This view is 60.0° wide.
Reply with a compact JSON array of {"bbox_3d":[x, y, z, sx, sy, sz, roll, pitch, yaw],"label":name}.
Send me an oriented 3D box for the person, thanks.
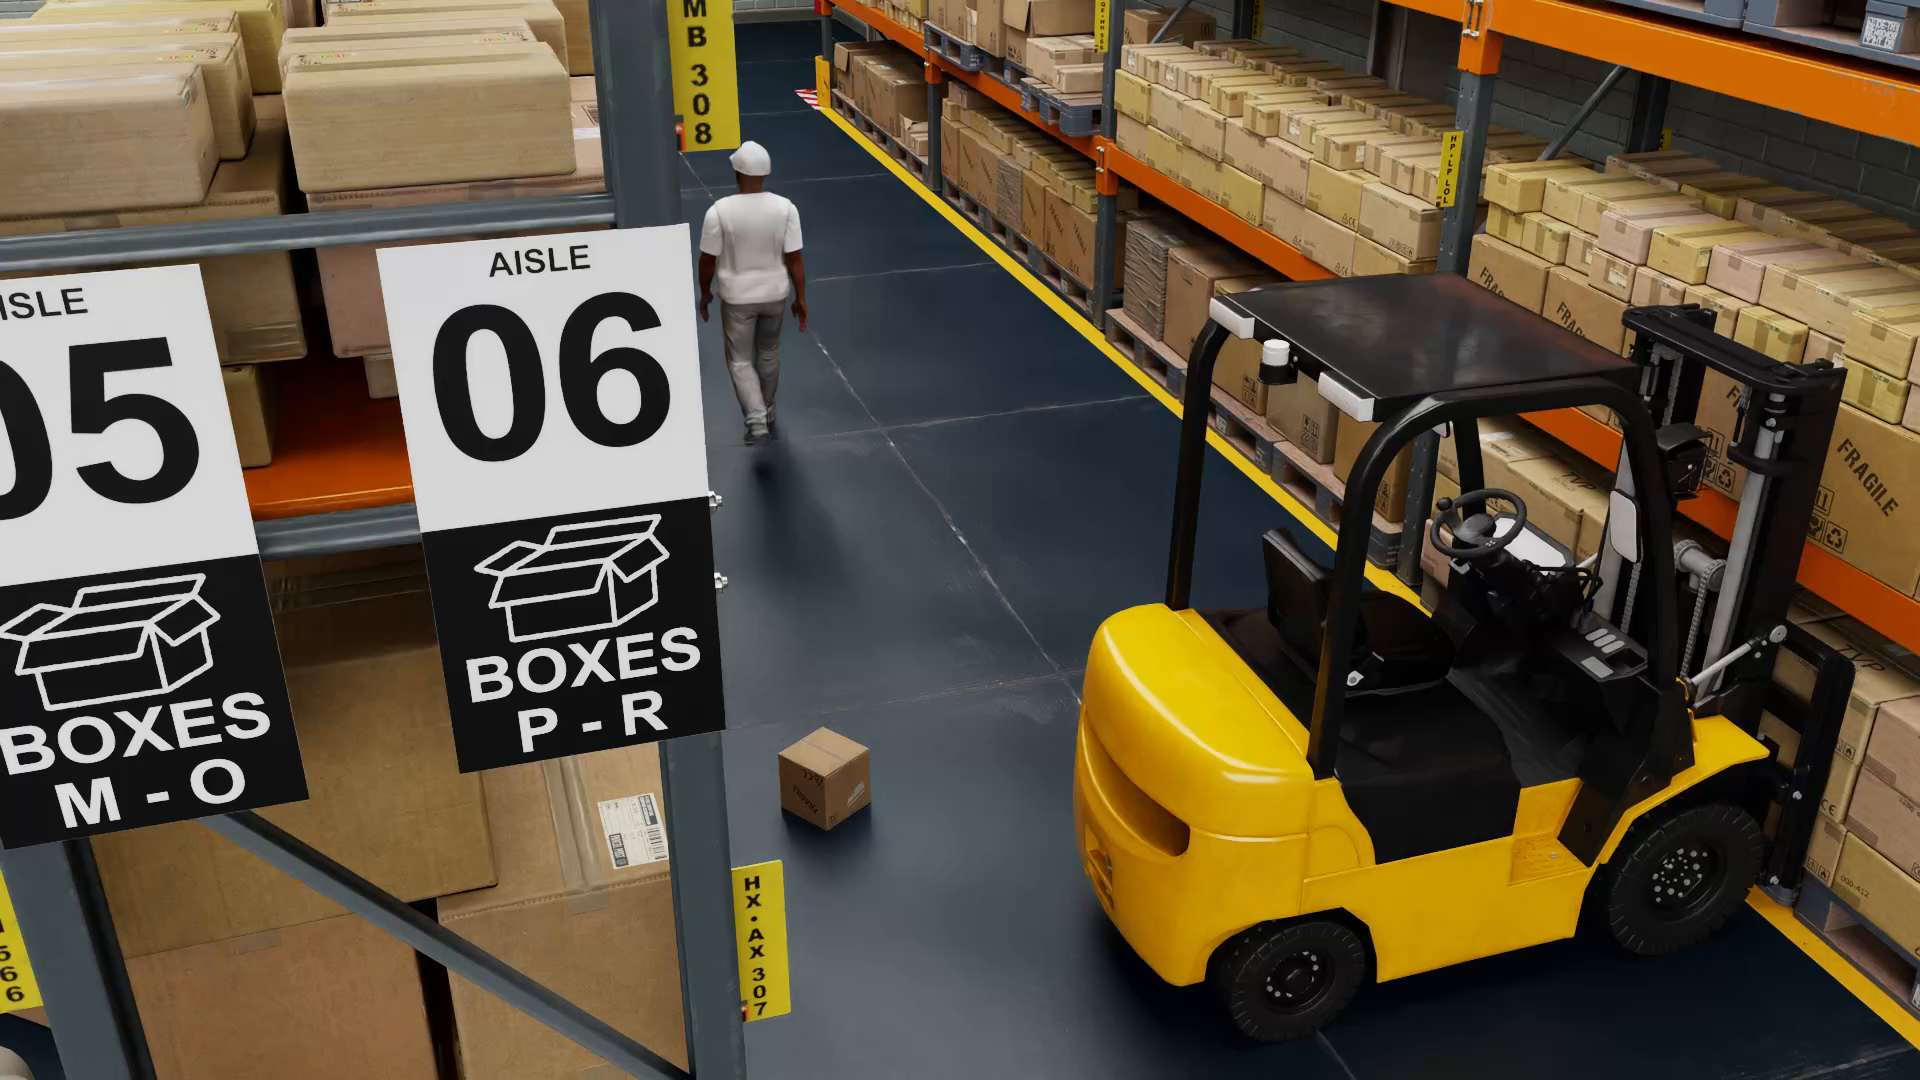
[{"bbox_3d":[-1.176,-1.391,9.417,0.588,1.735,0.933,-8,27,-16],"label":"person"}]
